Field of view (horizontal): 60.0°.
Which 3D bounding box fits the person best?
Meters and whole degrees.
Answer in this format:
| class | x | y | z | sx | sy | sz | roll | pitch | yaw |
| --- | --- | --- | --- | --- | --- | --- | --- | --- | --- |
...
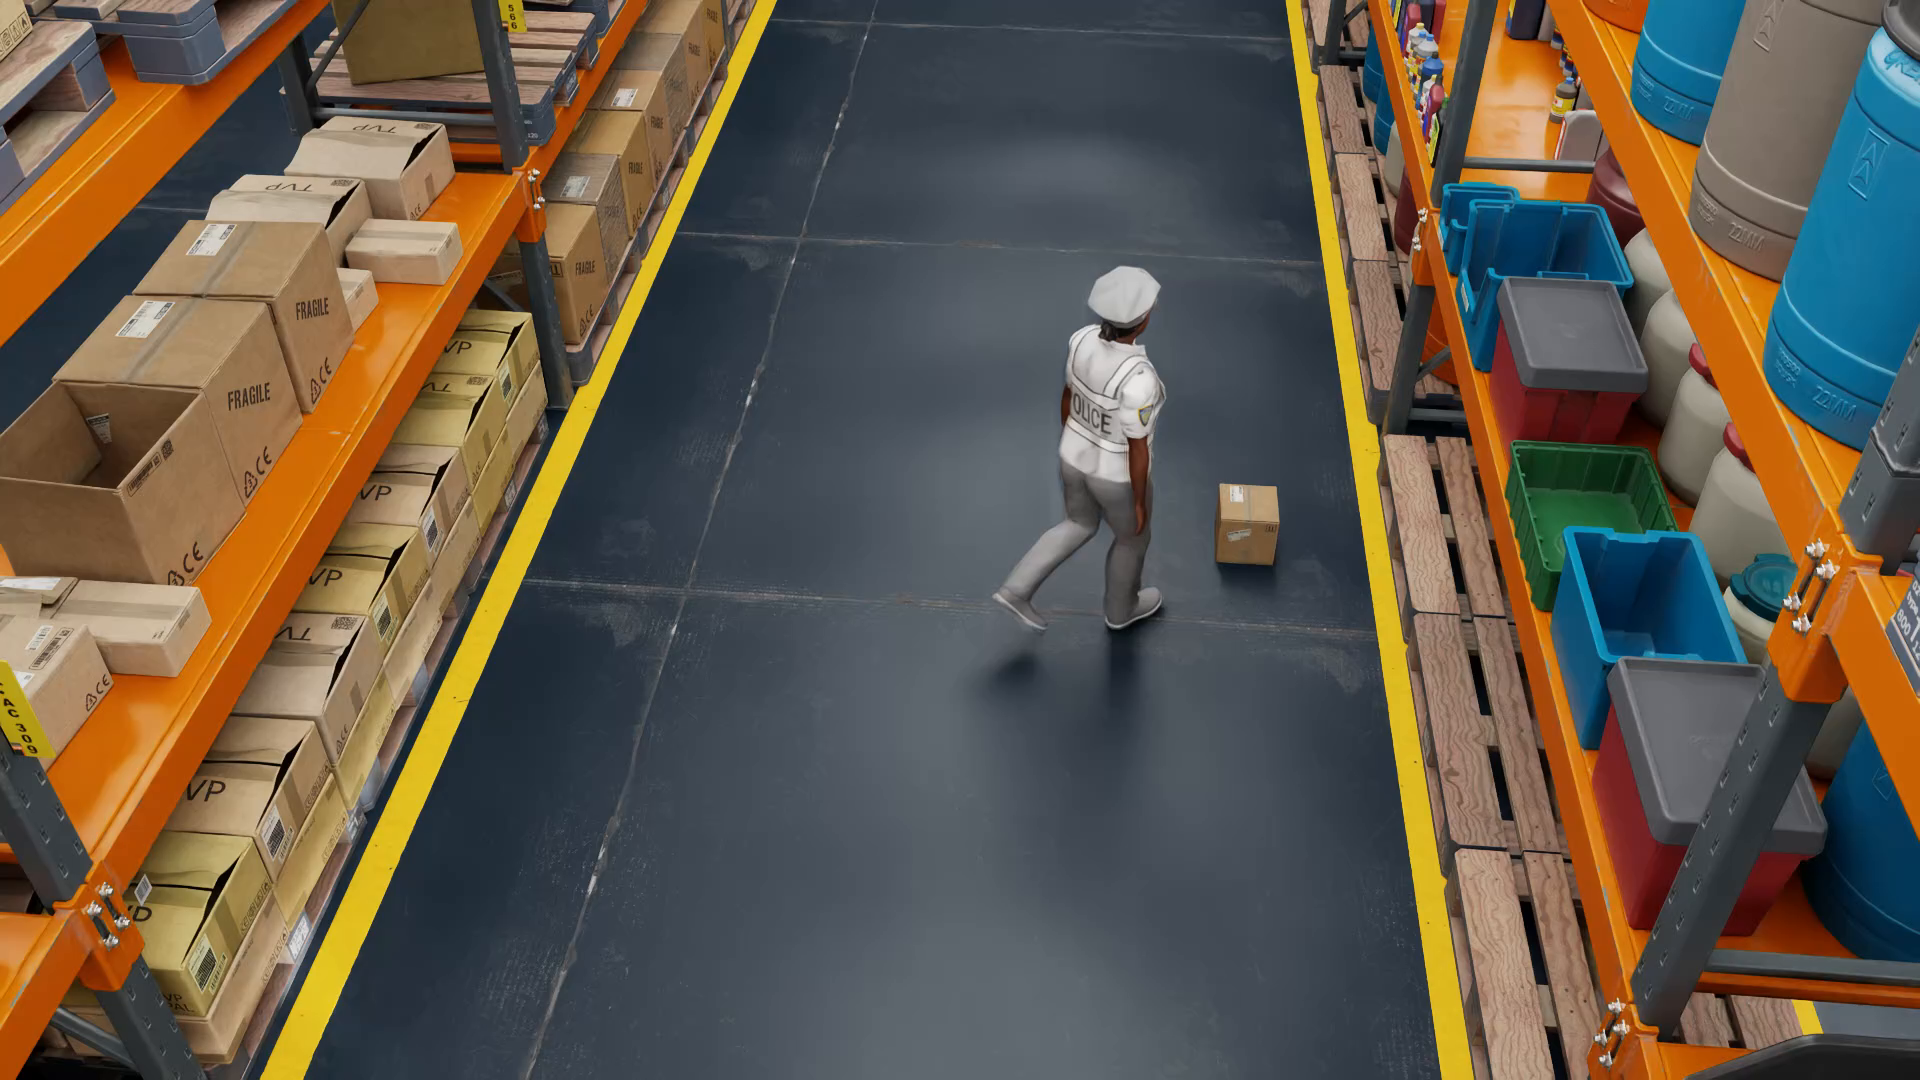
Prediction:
| class | x | y | z | sx | sy | sz | roll | pitch | yaw |
| --- | --- | --- | --- | --- | --- | --- | --- | --- | --- |
| person | 0.519 | -0.270 | 6.451 | 0.747 | 1.663 | 0.513 | -27 | 47 | -28 |
